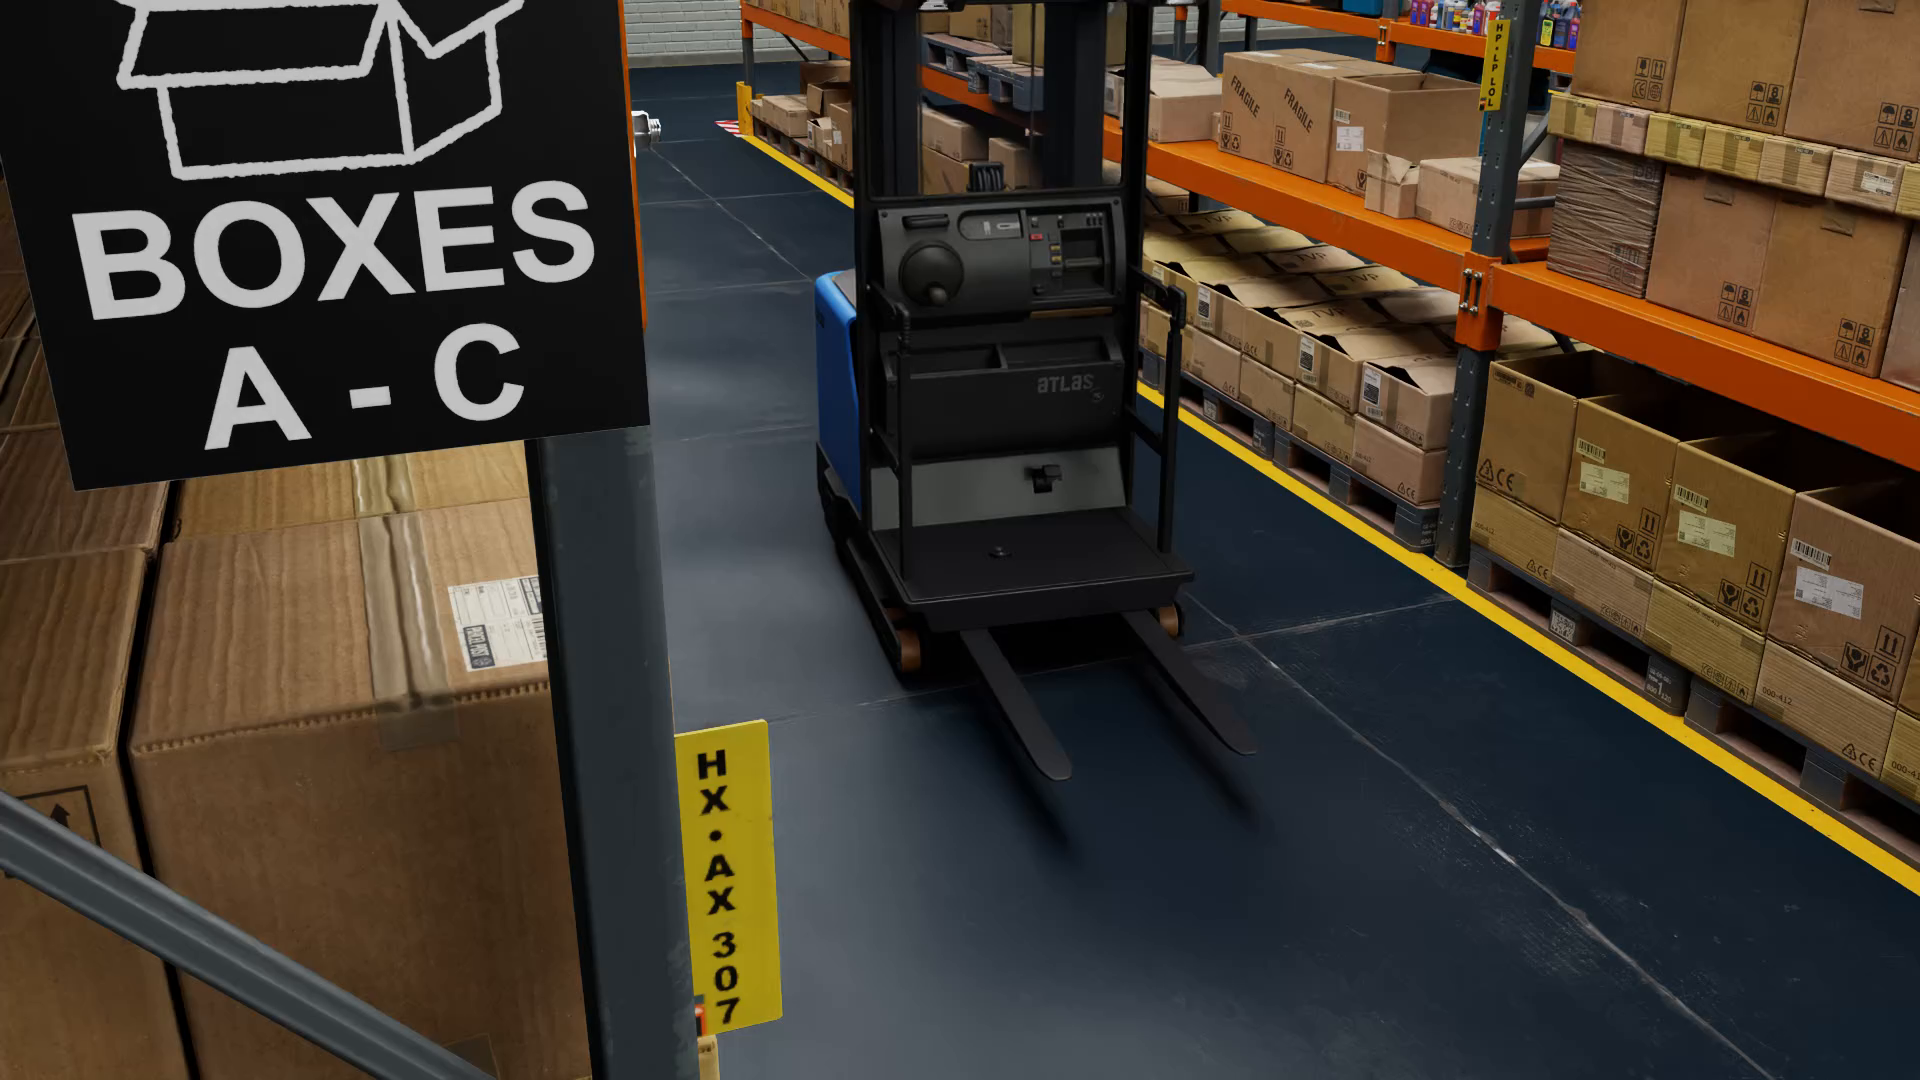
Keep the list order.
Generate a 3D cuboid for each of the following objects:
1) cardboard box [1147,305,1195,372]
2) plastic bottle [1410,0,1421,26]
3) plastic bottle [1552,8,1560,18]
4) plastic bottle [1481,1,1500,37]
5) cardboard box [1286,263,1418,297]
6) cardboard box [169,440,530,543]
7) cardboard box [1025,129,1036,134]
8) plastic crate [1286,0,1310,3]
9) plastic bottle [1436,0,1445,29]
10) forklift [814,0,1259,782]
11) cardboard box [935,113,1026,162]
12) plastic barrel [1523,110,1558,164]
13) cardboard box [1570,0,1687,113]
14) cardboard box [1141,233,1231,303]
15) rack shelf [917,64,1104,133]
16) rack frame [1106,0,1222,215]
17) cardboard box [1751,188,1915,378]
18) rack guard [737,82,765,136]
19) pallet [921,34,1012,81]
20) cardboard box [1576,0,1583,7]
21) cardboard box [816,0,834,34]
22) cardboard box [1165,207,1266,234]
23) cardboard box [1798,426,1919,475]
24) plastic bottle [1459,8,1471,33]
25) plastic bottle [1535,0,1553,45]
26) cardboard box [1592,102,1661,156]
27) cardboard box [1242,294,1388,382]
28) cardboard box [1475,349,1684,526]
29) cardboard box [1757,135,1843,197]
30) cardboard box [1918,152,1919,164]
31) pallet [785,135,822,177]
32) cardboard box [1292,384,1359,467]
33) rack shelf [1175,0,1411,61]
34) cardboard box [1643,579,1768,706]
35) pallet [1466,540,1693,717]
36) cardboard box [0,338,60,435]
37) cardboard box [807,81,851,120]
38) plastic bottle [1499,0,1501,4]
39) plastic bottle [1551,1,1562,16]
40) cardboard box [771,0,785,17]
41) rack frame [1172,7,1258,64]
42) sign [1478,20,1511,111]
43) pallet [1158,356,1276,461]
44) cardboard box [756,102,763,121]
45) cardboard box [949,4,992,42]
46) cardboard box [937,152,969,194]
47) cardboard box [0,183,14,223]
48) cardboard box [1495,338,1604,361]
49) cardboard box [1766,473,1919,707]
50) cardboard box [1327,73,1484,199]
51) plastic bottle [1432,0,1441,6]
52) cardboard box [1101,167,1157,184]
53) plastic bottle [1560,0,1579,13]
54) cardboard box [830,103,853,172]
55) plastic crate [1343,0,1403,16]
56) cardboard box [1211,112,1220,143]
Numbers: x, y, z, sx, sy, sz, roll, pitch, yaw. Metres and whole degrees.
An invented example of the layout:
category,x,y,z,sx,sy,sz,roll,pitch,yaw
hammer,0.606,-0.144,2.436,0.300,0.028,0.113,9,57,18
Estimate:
category,x,y,z,sx,sy,sz,roll,pitch,yaw
cardboard box,1.359,-1.123,9.053,0.500,0.250,0.500,-9,24,-20
plastic bottle,4.034,-4.684,14.652,0.061,0.283,0.133,-8,24,-19
plastic bottle,4.715,-4.050,13.148,0.061,0.283,0.133,-8,24,-19
plastic bottle,4.438,-4.316,13.787,0.152,0.276,0.135,-8,24,-19
cardboard box,2.037,-1.272,8.684,0.500,0.311,0.500,-8,24,-18
cardboard box,-0.778,0.108,2.333,0.500,0.500,0.500,-8,24,-19
cardboard box,0.277,-2.982,13.114,0.500,0.500,0.500,-8,24,-19
plastic crate,3.407,-5.427,16.527,0.293,0.136,0.466,-8,24,-19
plastic bottle,4.173,-4.556,14.362,0.097,0.271,0.097,0,23,0
forklift,0.217,-1.028,5.916,1.130,2.935,3.031,-6,24,-13
cardboard box,0.142,-2.893,11.939,0.500,0.250,0.500,-9,24,-20
plastic barrel,4.846,-3.302,13.885,0.421,0.512,0.421,0,23,0
cardboard box,2.657,-1.828,5.927,0.700,0.500,0.500,-8,24,-19
cardboard box,1.185,-1.563,9.373,0.500,0.311,0.500,-9,24,-20
rack shelf,0.375,-3.193,11.891,1.077,0.370,4.000,-8,24,-19
rack frame,1.081,-2.798,10.027,1.000,3.000,0.127,-8,24,-19
cardboard box,3.023,-0.857,5.292,0.700,0.500,0.500,-8,24,-18
rack guard,-1.718,-4.525,17.343,1.175,0.500,0.348,-8,24,-19
pallet,0.390,-3.416,11.739,1.003,0.211,1.213,-8,24,-19
cardboard box,7.825,-6.056,19.951,0.875,0.875,0.875,-8,24,-19
cardboard box,-0.932,-4.631,14.247,0.500,0.500,0.500,-8,24,-17
cardboard box,1.497,-1.827,9.999,0.500,0.311,0.500,-8,24,-18
cardboard box,3.208,-0.114,5.692,0.500,0.500,0.500,-8,24,-19
plastic bottle,4.289,-4.404,14.092,0.097,0.201,0.097,0,23,0
plastic bottle,4.641,-4.137,13.266,0.144,0.351,0.185,-8,24,-19
cardboard box,2.497,-1.474,5.922,0.380,0.149,0.250,-8,24,-18
cardboard box,1.719,-1.007,8.055,0.500,0.311,0.500,-8,24,-19
cardboard box,2.365,-0.405,6.384,0.500,0.500,0.500,-8,24,-19
cardboard box,2.770,-1.195,5.258,0.380,0.149,0.250,-9,25,-21
cardboard box,3.189,-1.281,4.629,0.700,0.500,0.500,-8,24,-19
pallet,-1.008,-3.660,15.663,1.003,0.211,1.213,-8,24,-19
cardboard box,1.899,-0.566,7.731,0.500,0.250,0.500,-9,24,-20
rack shelf,3.597,-5.325,16.948,1.077,0.370,4.000,-8,24,-19
cardboard box,2.718,0.304,5.667,0.500,0.250,0.500,-8,24,-19
pallet,2.736,0.235,6.421,1.003,0.211,1.213,-8,24,-19
cardboard box,-1.446,-0.010,2.613,0.500,0.500,0.500,-9,24,-20
cardboard box,-1.000,-3.986,15.493,0.797,0.503,0.637,-8,24,-19
plastic bottle,4.812,-4.701,14.797,0.097,0.201,0.097,0,23,0
plastic bottle,4.990,-4.383,13.953,0.097,0.271,0.097,0,23,0
cardboard box,-1.473,-5.184,15.559,0.500,0.500,0.500,-8,24,-19
rack frame,2.890,-6.383,18.533,1.000,3.000,0.127,-8,24,-19
sign,1.990,-1.764,6.184,0.100,0.325,0.005,-8,24,-19
pallet,1.763,-0.766,8.796,1.003,0.211,1.213,-8,24,-19
cardboard box,-1.830,-4.312,16.700,0.380,0.166,0.250,-8,24,-19
cardboard box,0.350,-3.858,11.871,0.700,0.500,0.500,-15,27,-32
cardboard box,0.157,-2.535,12.053,0.500,0.500,0.500,-9,25,-21
cardboard box,-1.989,-0.562,3.922,0.500,0.500,0.500,-8,24,-19
cardboard box,2.581,-0.714,7.359,0.500,0.311,0.500,-8,24,-19
cardboard box,2.897,0.139,5.091,0.500,0.500,0.500,-8,24,-19
cardboard box,2.052,-1.864,7.681,0.500,0.500,0.500,-7,24,-15
plastic bottle,4.139,-4.720,14.650,0.144,0.351,0.185,-8,24,-19
cardboard box,0.997,-2.243,11.362,0.500,0.500,0.500,-9,25,-21
plastic bottle,5.100,-4.409,14.008,0.152,0.276,0.135,-8,24,-19
cardboard box,-0.799,-3.471,14.274,0.500,0.500,0.500,-8,24,-19
plastic crate,3.819,-5.073,15.367,0.392,0.384,0.575,-8,24,-19
cardboard box,1.584,-2.227,8.995,0.380,0.149,0.250,-7,24,-15
